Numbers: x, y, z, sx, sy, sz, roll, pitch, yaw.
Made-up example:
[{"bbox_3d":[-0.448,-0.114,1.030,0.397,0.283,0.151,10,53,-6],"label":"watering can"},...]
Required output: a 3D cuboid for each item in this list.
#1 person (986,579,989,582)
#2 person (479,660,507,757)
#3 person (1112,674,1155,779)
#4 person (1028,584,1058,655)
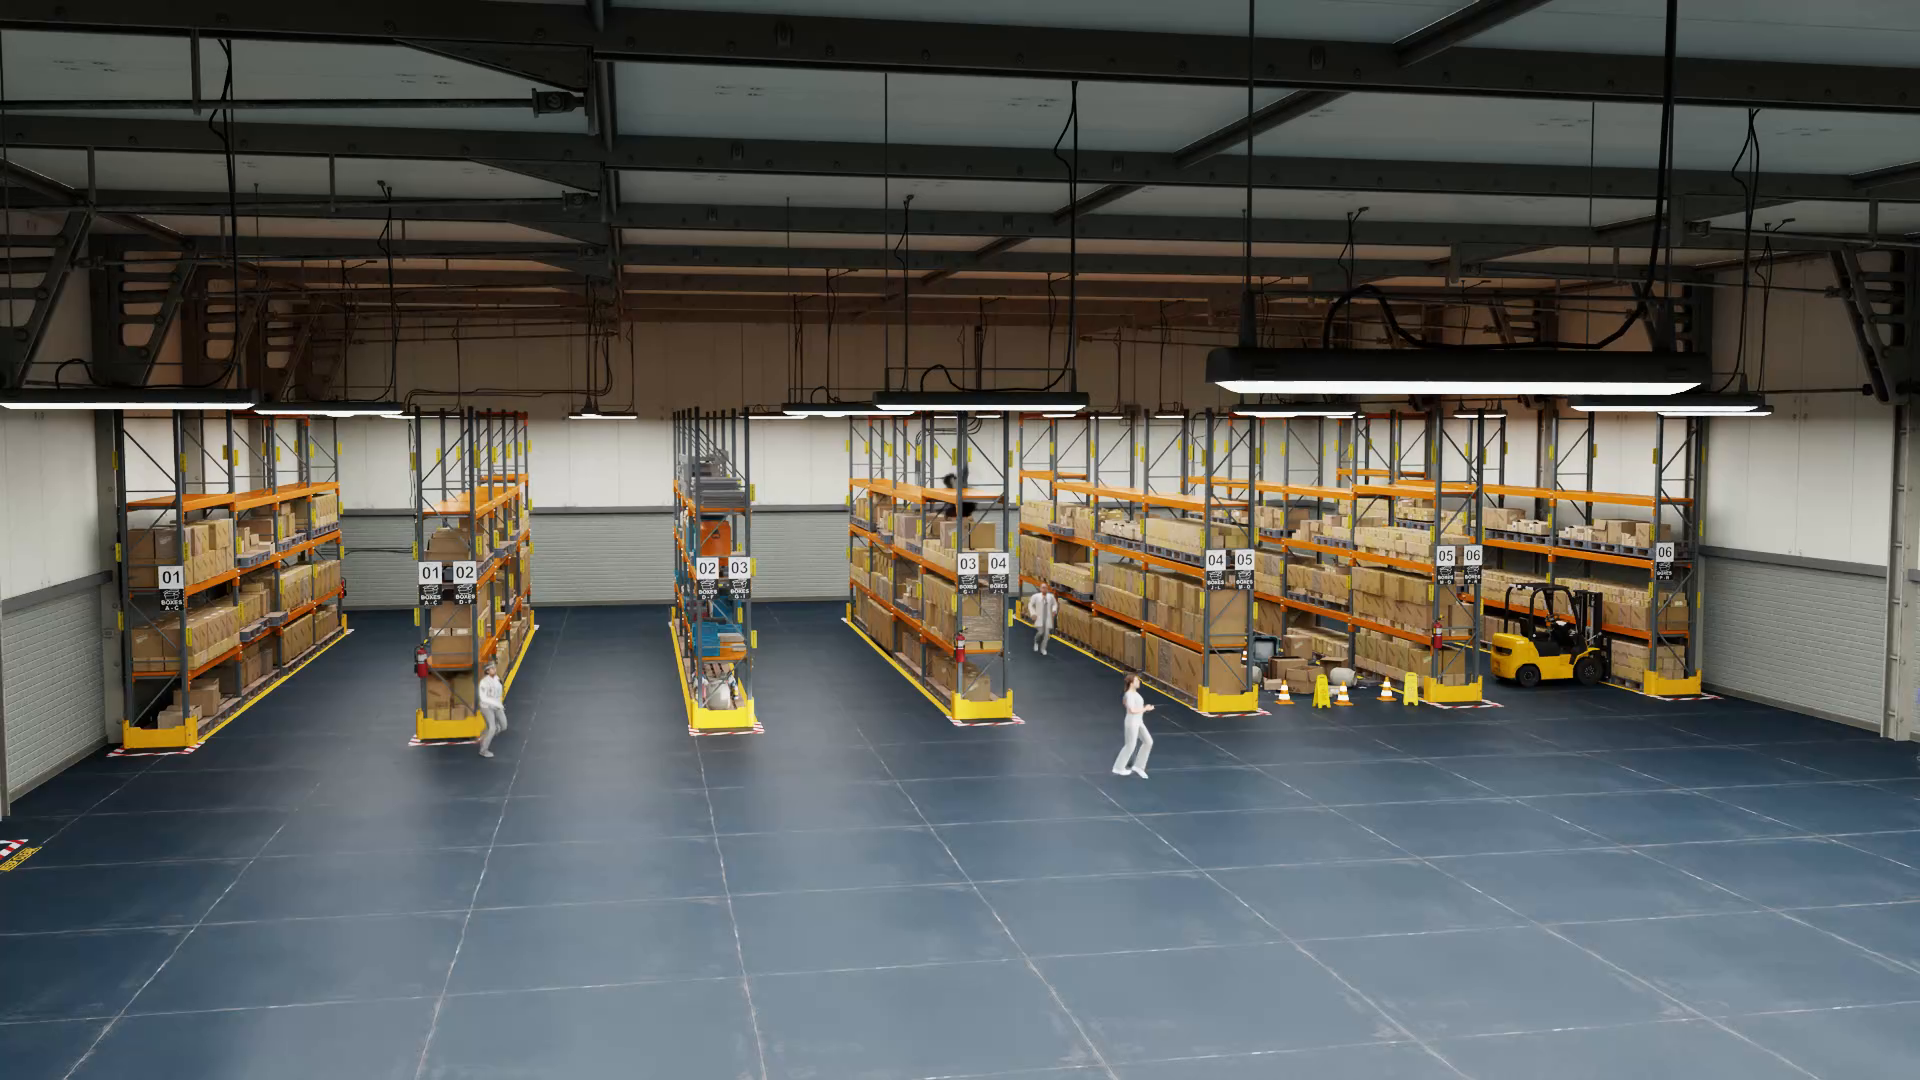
[{"bbox_3d":[0.980,1.608,45.911,0.667,1.792,0.773,-1,4,-11],"label":"person"},{"bbox_3d":[-7.981,2.875,28.501,0.566,1.657,0.652,2,4,22],"label":"person"},{"bbox_3d":[2.795,2.993,26.675,0.691,1.705,0.544,1,4,19],"label":"person"},{"bbox_3d":[2.069,1.942,40.988,0.727,1.747,0.633,-1,4,-13],"label":"person"}]
